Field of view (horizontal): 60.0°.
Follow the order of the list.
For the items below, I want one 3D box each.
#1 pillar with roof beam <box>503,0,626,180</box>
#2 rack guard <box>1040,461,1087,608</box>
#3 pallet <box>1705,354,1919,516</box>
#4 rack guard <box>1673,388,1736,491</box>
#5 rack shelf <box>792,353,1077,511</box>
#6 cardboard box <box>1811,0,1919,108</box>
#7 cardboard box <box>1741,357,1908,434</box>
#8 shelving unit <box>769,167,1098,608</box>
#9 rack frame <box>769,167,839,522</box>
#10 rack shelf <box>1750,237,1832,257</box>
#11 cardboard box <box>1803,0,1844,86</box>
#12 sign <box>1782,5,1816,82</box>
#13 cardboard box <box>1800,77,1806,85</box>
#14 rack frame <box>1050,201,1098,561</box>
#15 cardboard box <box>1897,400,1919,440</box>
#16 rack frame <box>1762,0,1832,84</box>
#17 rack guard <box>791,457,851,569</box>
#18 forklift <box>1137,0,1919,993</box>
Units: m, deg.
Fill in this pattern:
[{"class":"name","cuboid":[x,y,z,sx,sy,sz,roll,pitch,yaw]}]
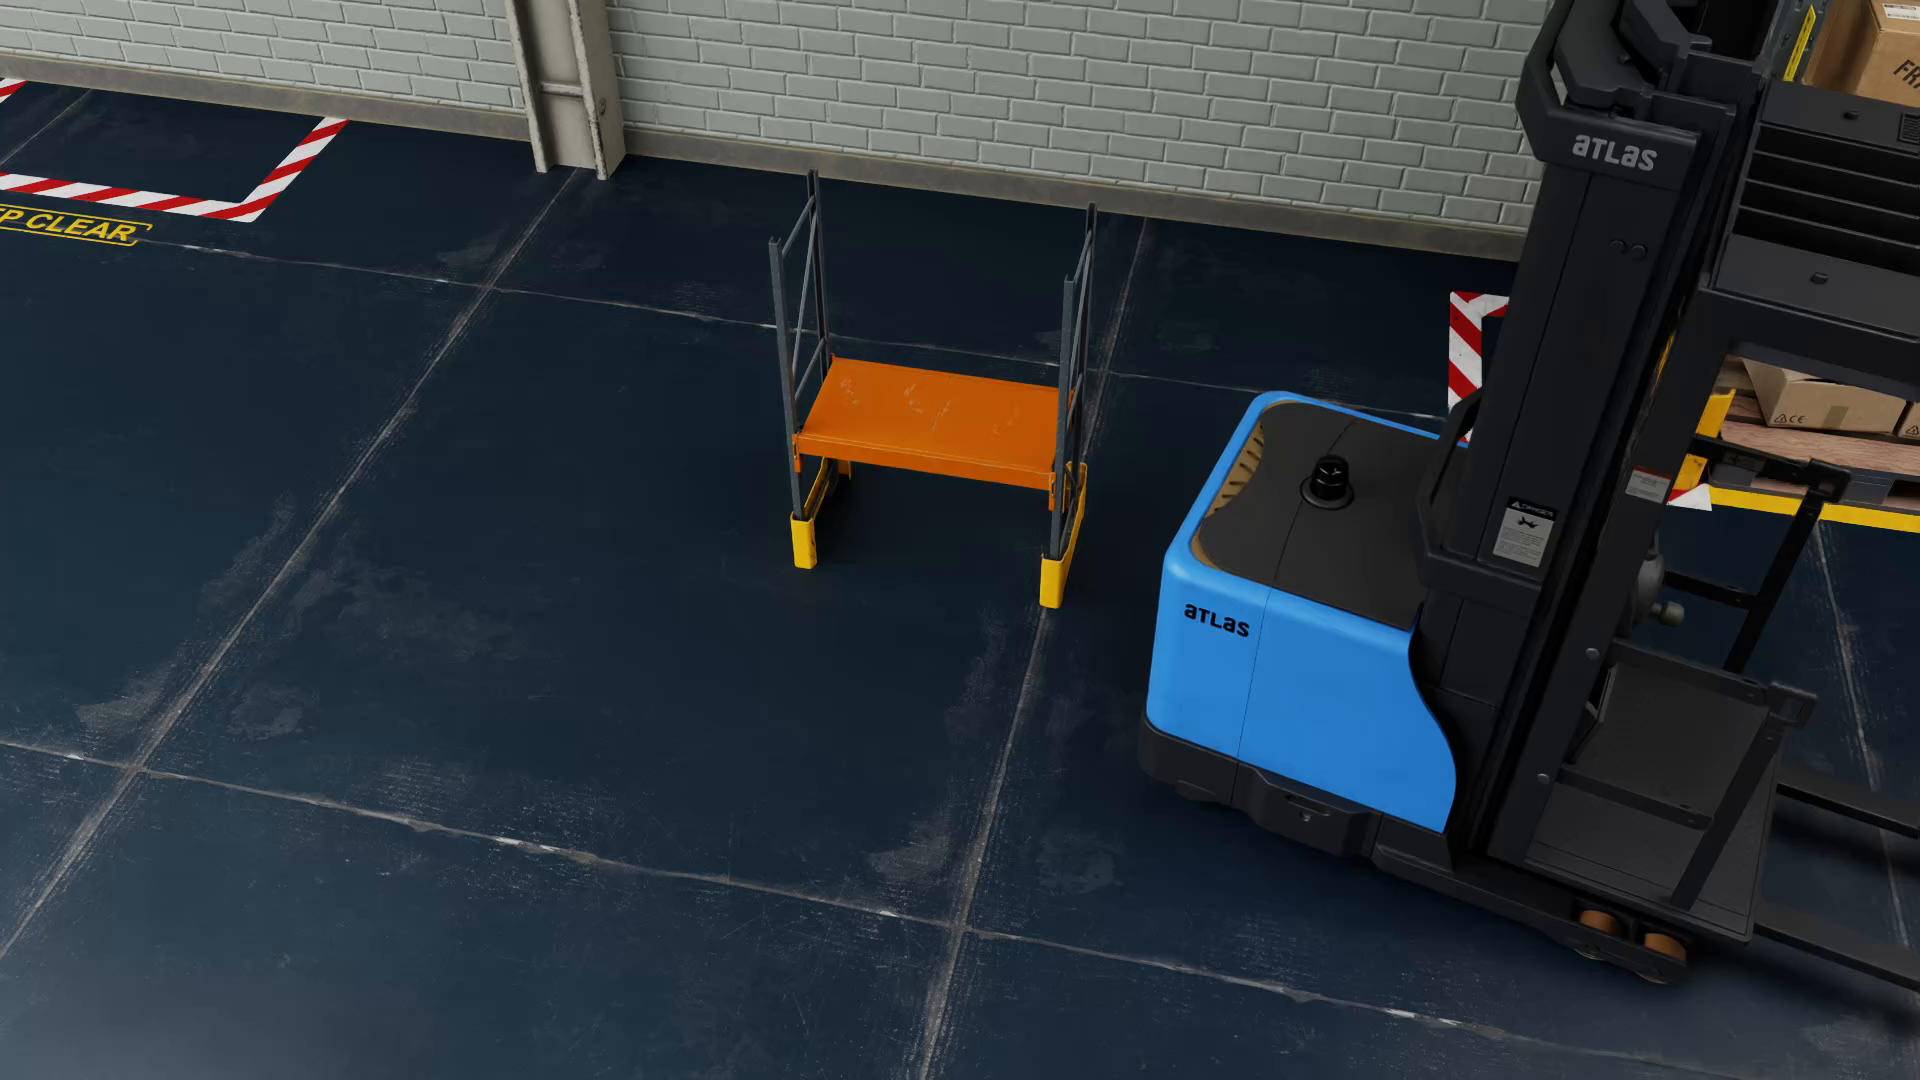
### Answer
[{"class":"pillar with roof beam","cuboid":[-2.947,-2.347,2.700,0.400,9.000,9.100,9,45,9]},{"class":"rack guard","cuboid":[0.412,-0.026,6.597,0.087,0.250,0.587,9,45,9]},{"class":"pallet","cuboid":[3.836,-0.548,7.168,1.213,0.211,1.003,9,45,9]},{"class":"rack guard","cuboid":[3.050,-0.799,7.220,0.348,0.500,1.175,9,45,9]},{"class":"rack shelf","cuboid":[-0.083,-0.424,6.368,1.000,0.185,0.538,9,45,9]},{"class":"cardboard box","cuboid":[3.377,-1.659,5.864,0.500,0.500,0.500,9,45,9]},{"class":"cardboard box","cuboid":[3.632,-0.736,6.973,0.500,0.311,0.500,4,44,4]},{"class":"shelving unit","cuboid":[-0.074,-0.552,6.242,1.083,1.500,0.587,9,45,9]},{"class":"rack frame","cuboid":[-0.579,-0.630,6.323,0.032,1.500,0.500,9,45,9]},{"class":"rack shelf","cuboid":[4.928,-1.149,6.300,4.000,0.370,1.077,9,45,9]},{"class":"cardboard box","cuboid":[3.483,-2.007,6.225,0.500,0.500,0.500,8,45,9]},{"class":"sign","cuboid":[2.858,-1.656,5.683,0.005,0.325,0.100,9,45,9]},{"class":"cardboard box","cuboid":[3.475,-1.725,6.473,0.500,0.250,0.500,9,45,10]},{"class":"rack frame","cuboid":[0.413,-0.476,6.163,0.032,1.500,0.500,9,45,9]},{"class":"cardboard box","cuboid":[4.188,-0.649,6.883,0.500,0.311,0.500,12,45,12]},{"class":"rack frame","cuboid":[2.976,-1.711,6.365,0.127,3.000,1.000,9,45,9]},{"class":"rack guard","cuboid":[-0.560,-0.177,6.754,0.087,0.250,0.587,9,45,9]},{"class":"forklift","cuboid":[2.177,-0.073,4.712,3.031,2.935,1.130,19,47,18]}]
